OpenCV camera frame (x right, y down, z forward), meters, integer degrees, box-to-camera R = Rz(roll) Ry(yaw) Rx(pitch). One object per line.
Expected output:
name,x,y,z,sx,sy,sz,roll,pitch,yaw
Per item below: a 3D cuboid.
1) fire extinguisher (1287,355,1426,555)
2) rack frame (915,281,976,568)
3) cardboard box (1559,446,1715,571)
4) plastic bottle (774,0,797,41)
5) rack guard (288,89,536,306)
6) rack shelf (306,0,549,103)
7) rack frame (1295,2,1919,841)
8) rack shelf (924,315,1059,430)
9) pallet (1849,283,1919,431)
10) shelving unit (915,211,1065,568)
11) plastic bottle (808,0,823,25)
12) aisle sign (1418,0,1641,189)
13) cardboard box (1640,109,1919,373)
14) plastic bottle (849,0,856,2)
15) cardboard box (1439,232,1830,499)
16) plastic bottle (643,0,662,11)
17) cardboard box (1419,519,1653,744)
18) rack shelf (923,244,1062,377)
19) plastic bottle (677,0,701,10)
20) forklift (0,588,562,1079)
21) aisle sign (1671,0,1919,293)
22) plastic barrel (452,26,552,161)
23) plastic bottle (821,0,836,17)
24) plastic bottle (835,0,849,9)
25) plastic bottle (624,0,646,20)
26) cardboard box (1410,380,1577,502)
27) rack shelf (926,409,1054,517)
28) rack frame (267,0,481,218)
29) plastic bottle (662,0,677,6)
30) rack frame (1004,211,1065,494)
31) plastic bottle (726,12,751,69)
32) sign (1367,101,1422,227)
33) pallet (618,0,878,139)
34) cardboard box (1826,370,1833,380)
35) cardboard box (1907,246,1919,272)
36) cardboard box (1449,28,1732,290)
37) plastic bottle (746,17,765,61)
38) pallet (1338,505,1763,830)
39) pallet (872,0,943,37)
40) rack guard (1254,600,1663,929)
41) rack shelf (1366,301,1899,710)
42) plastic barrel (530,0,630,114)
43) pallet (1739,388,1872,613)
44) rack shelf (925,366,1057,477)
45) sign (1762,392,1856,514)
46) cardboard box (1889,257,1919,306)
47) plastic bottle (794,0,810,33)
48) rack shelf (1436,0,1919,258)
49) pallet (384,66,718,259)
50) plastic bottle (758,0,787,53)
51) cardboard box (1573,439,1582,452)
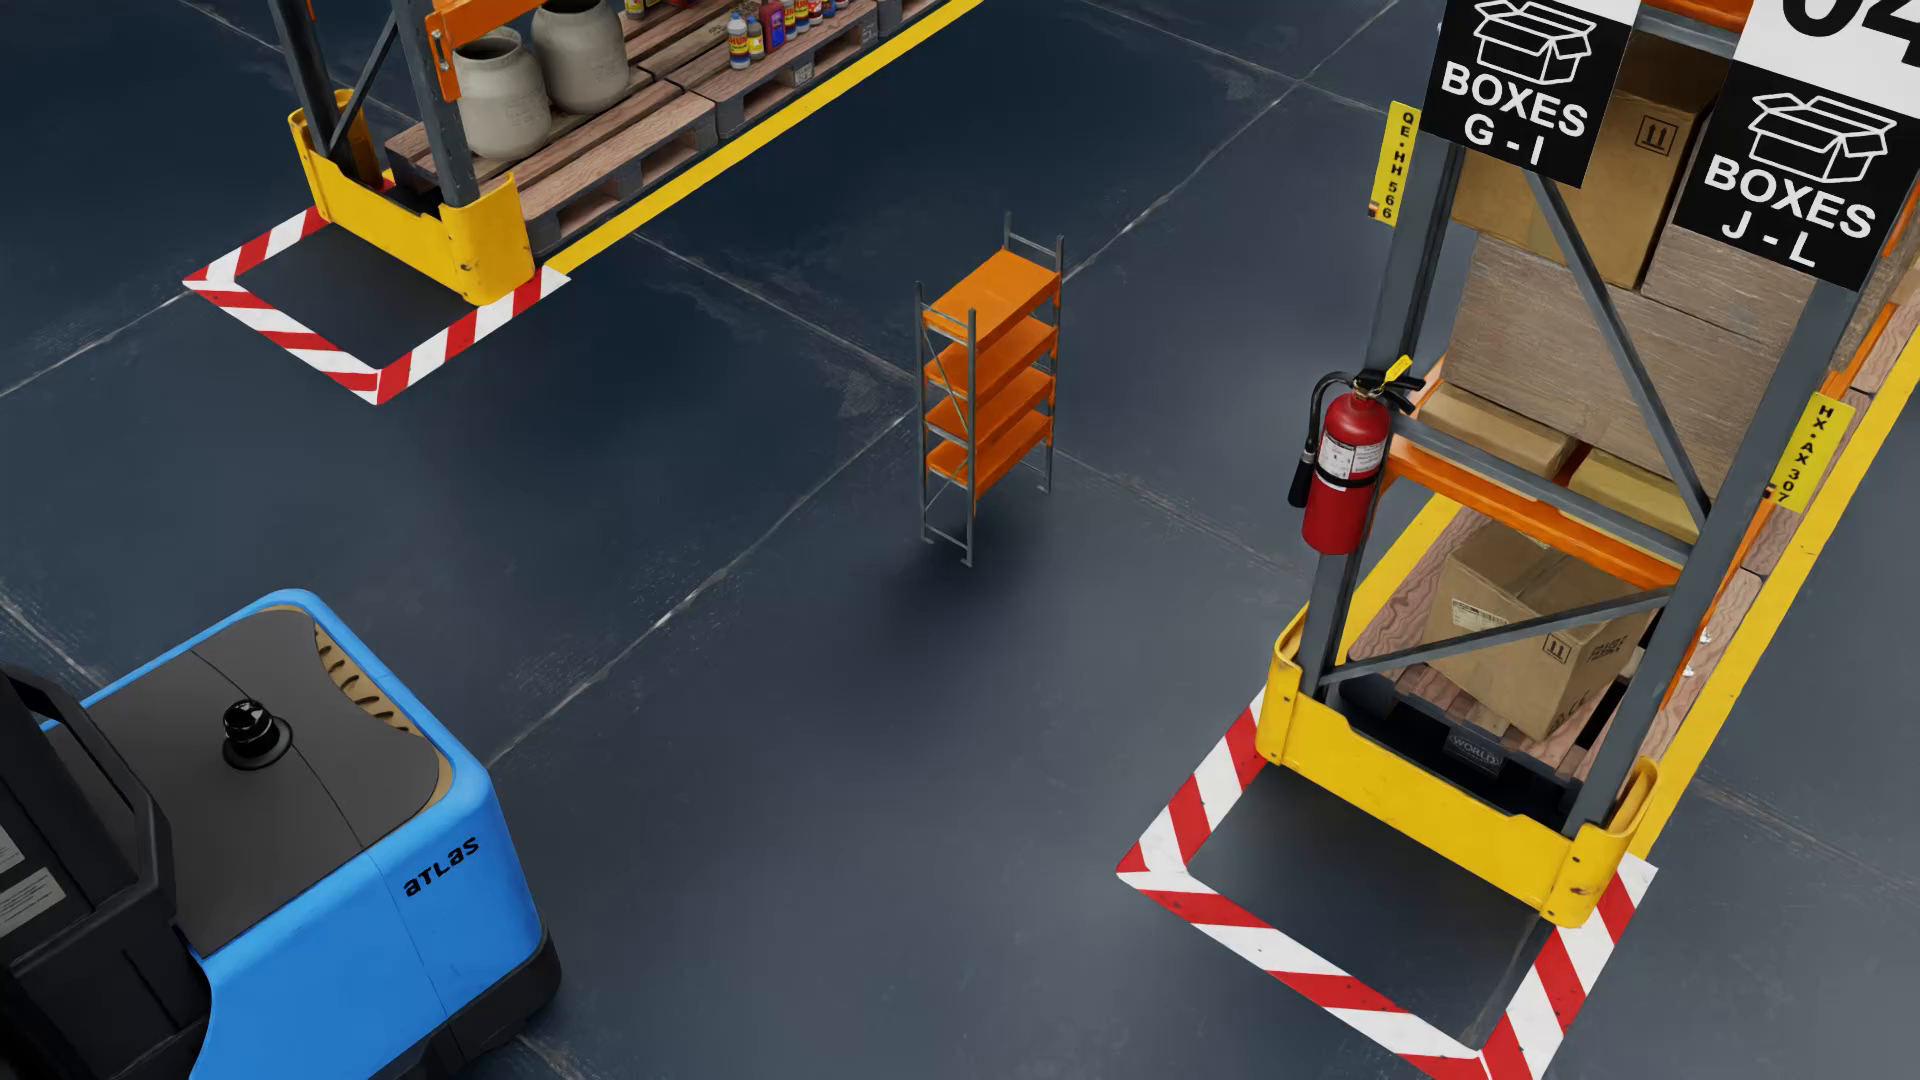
fire extinguisher,1.050,-0.247,4.465,0.296,0.674,0.183,29,53,25
rack frame,-0.048,-0.370,5.773,0.240,1.200,0.015,29,53,25
cardboard box,1.848,-0.107,4.451,0.380,0.149,0.250,29,53,25
plastic bottle,-0.870,-2.631,8.271,0.097,0.271,0.097,0,46,0
rack guard,-2.425,-1.526,7.362,1.175,0.500,0.348,29,53,25
rack shelf,-1.211,-3.222,7.750,1.077,0.370,4.000,29,53,25
rack frame,1.485,-0.136,4.305,1.000,3.000,0.127,29,53,25
rack shelf,0.101,-0.617,5.794,0.258,0.148,0.480,29,53,25
pallet,3.548,-1.062,7.118,1.003,0.211,1.213,29,53,25
shelving unit,0.101,-0.509,5.907,0.258,1.200,0.503,29,53,25
plastic bottle,-0.748,-2.721,8.406,0.097,0.201,0.097,0,46,0
aisle sign,1.210,-1.131,3.458,0.394,0.787,0.004,29,53,25
cardboard box,2.037,-0.813,3.986,0.500,0.500,0.500,29,53,25
plastic bottle,-0.572,-2.944,8.567,0.152,0.276,0.135,30,53,26
cardboard box,1.843,-0.576,4.451,0.875,0.500,0.500,29,53,25
plastic bottle,-1.601,-2.859,8.481,0.061,0.283,0.133,30,53,26
cardboard box,1.880,0.233,5.392,0.500,0.500,0.500,-33,54,-27
rack shelf,0.101,-0.781,5.622,0.258,0.148,0.480,29,53,25
plastic bottle,-1.398,-2.869,8.491,0.061,0.283,0.133,29,53,25
forklift,-2.578,0.836,3.424,3.031,2.935,1.130,-36,56,-29
aisle sign,1.685,-0.866,3.205,0.394,0.787,0.004,29,53,25
plastic barrel,-2.092,-2.022,7.537,0.421,0.512,0.421,0,46,0
plastic bottle,-0.685,-2.804,8.437,0.097,0.271,0.097,0,46,0
plastic bottle,-0.622,-2.838,8.518,0.097,0.201,0.097,0,46,0
plastic bottle,-1.658,-2.756,8.439,0.097,0.201,0.097,0,46,0
cardboard box,1.496,-0.303,4.639,0.380,0.149,0.250,29,53,25
rack shelf,0.101,-0.326,6.099,0.258,0.148,0.480,29,53,25
rack frame,-2.434,-2.326,6.397,1.000,3.000,0.127,29,53,25
plastic bottle,-1.483,-2.914,8.538,0.152,0.276,0.135,30,53,25
rack frame,0.250,-0.649,6.040,0.240,1.200,0.015,29,53,25
plastic bottle,-1.079,-2.435,8.084,0.097,0.271,0.097,0,46,0
sign,1.058,-0.902,4.018,0.100,0.325,0.005,29,53,25
pallet,-1.178,-2.584,8.573,1.003,0.211,1.213,29,53,25
cardboard box,2.476,-0.670,4.989,0.380,0.149,0.250,29,53,25
cardboard box,2.348,-1.096,4.256,0.500,0.500,0.500,29,53,25
cardboard box,1.626,-1.043,4.205,0.500,0.500,0.500,29,53,25
plastic bottle,-1.016,-2.470,8.166,0.097,0.201,0.097,0,46,0
pallet,2.056,0.335,5.784,1.003,0.211,1.213,29,53,25
pallet,-0.432,-3.285,9.242,1.003,0.211,1.213,29,53,25
rack guard,1.532,0.684,5.251,1.175,0.500,0.348,29,53,25
rack shelf,2.708,-1.032,5.659,1.077,0.370,4.000,29,53,25
plastic barrel,-1.786,-2.308,7.811,0.421,0.512,0.421,0,46,0
pallet,2.803,-0.360,6.448,1.003,0.211,1.213,29,53,25
rack shelf,0.101,-0.463,5.955,0.258,0.148,0.480,29,53,25
sign,1.915,-0.195,3.763,0.100,0.325,0.005,29,53,25
cardboard box,2.842,-0.922,5.230,0.380,0.149,0.250,29,53,25
plastic bottle,-0.808,-2.688,8.326,0.097,0.271,0.097,0,46,0
rack shelf,2.708,-2.068,4.574,1.077,0.370,4.000,29,53,25
pallet,-1.924,-1.889,7.909,1.003,0.211,1.213,29,53,25
plastic bottle,-0.926,-2.560,8.196,0.061,0.283,0.133,30,53,26
cardboard box,1.649,-0.446,4.776,0.380,0.149,0.250,29,53,25
